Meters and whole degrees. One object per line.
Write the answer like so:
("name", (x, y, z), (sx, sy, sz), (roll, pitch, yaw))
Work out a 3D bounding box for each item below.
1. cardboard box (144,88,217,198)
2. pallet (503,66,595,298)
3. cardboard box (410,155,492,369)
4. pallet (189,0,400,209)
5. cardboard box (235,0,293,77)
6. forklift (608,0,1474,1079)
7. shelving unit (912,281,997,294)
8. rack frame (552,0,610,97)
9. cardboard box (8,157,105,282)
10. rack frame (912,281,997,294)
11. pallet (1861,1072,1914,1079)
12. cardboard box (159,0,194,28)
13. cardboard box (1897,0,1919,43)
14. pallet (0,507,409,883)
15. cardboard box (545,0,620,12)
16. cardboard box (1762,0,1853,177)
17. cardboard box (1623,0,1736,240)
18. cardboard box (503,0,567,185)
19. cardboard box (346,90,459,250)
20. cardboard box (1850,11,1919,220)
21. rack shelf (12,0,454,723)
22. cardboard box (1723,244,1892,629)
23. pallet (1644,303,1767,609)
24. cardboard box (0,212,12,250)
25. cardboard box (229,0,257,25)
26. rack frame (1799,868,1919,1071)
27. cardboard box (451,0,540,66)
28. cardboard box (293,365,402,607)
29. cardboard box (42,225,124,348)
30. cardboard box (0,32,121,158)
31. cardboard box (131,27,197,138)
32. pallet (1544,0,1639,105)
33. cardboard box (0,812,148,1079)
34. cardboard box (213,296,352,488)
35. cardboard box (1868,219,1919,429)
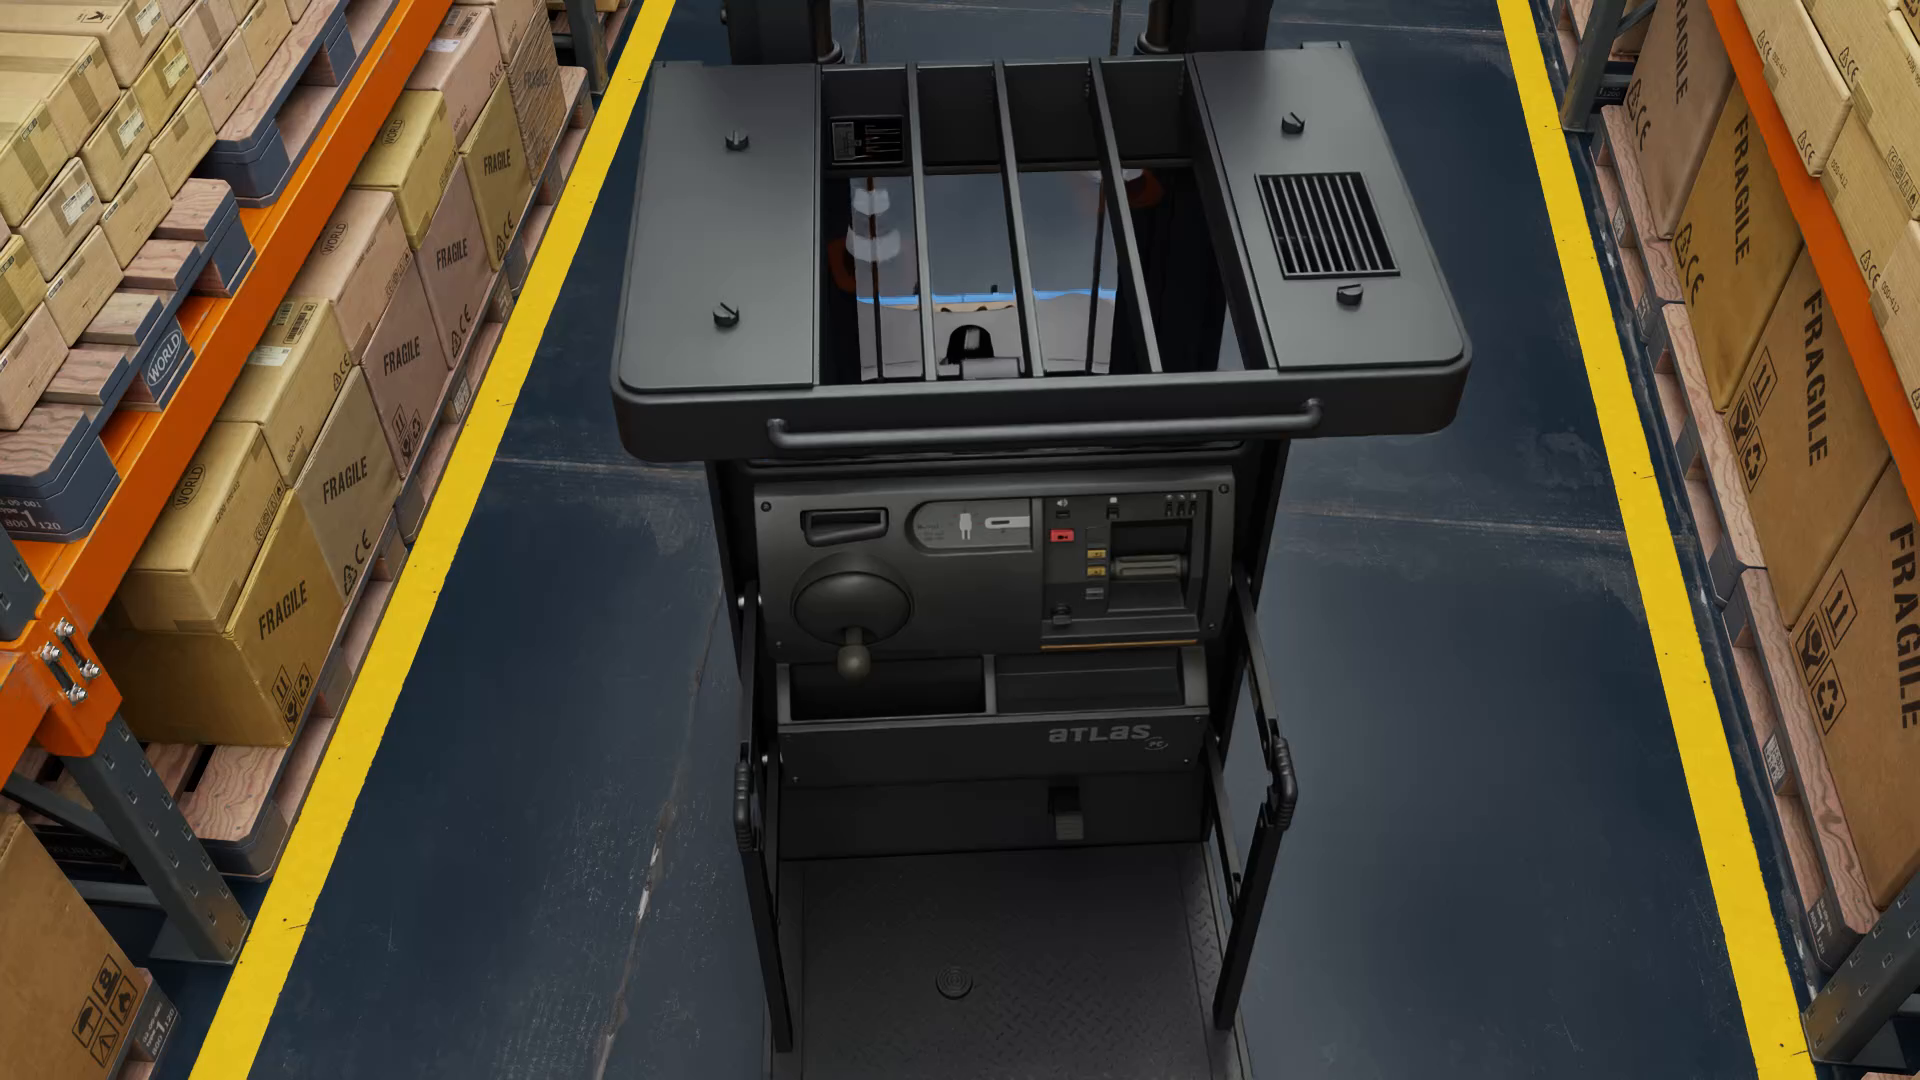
("cardboard box", (-2.034, -0.967, 3.987), (0.380, 0.149, 0.250), (6, 48, 5))
("pallet", (-2.053, -1.427, 6.412), (1.003, 0.211, 1.213), (4, 48, 4))
("cardboard box", (-1.898, -0.924, 5.471), (0.500, 0.500, 0.500), (3, 48, 3))
("pallet", (-2.208, -1.393, 4.621), (1.003, 0.211, 1.213), (4, 48, 4))
("cardboard box", (-1.987, -1.347, 4.335), (0.380, 0.149, 0.250), (4, 48, 4))
("forklift", (0.085, 0.164, 3.114), (1.130, 2.935, 3.031), (-2, 48, -2))
("shelving unit", (-0.009, -0.347, 4.957), (0.258, 0.900, 0.210), (-2, 48, -2))
("rack frame", (-1.983, -2.940, 5.906), (1.000, 3.000, 0.127), (4, 48, 4))
("cardboard box", (-2.081, -0.699, 3.541), (0.380, 0.149, 0.250), (6, 48, 5))
("rack frame", (-0.015, -0.422, 5.026), (0.240, 0.900, 0.006), (-2, 48, -2))
("pallet", (2.518, 1.773, 3.485), (1.003, 0.211, 1.213), (4, 48, 4))
("cardboard box", (-2.017, -1.356, 3.940), (0.380, 0.149, 0.250), (6, 48, 5))
("cardboard box", (2.468, -1.253, 3.618), (0.500, 0.500, 0.500), (4, 48, 4))
("pallet", (-2.275, 0.366, 4.772), (1.003, 0.211, 1.213), (4, 48, 4))
("cardboard box", (-1.630, -2.365, 7.028), (0.380, 0.149, 0.250), (2, 48, 2))
("cardboard box", (2.489, -1.202, 4.419), (0.500, 0.250, 0.500), (3, 48, 3))
("cardboard box", (2.978, -1.645, 5.877), (0.875, 0.875, 0.875), (5, 48, 5))
("cardboard box", (-1.800, -1.677, 6.161), (0.500, 0.500, 0.500), (3, 48, 3))
("cardboard box", (-1.894, -1.161, 5.180), (0.500, 0.250, 0.500), (2, 48, 2))
("cardboard box", (2.451, -0.988, 3.883), (0.500, 0.250, 0.500), (3, 48, 3))
("rack shelf", (-2.166, -1.227, 4.827), (1.077, 0.370, 4.000), (4, 48, 4))
("cardboard box", (2.822, -0.324, 4.669), (0.875, 0.875, 0.875), (4, 48, 4))
("pallet", (2.851, -0.269, 5.353), (1.003, 0.211, 1.213), (4, 48, 4))
("cardboard box", (-2.113, -0.588, 3.238), (0.380, 0.149, 0.250), (4, 48, 4))
("cardboard box", (-1.988, -1.446, 4.224), (0.380, 0.149, 0.250), (3, 48, 3))
("rack frame", (2.591, 0.258, 2.981), (1.000, 3.000, 0.127), (4, 48, 4))
("cardboard box", (-1.800, -1.927, 5.881), (0.500, 0.250, 0.500), (3, 48, 2))
("cardboard box", (-1.987, -0.171, 4.783), (0.500, 0.500, 0.500), (4, 48, 4))
("cardboard box", (-2.082, -0.570, 3.624), (0.380, 0.149, 0.250), (6, 48, 5))
("cardboard box", (-2.064, -0.962, 3.580), (0.380, 0.149, 0.250), (4, 48, 3))
("cardboard box", (-2.038, -1.081, 3.890), (0.380, 0.149, 0.250), (4, 48, 4))
("pallet", (3.102, -2.294, 7.205), (1.003, 0.211, 1.213), (4, 48, 4))
("cardboard box", (-2.493, 1.058, 3.489), (1.050, 0.750, 0.750), (3, 48, 3))
("cardboard box", (-1.998, -0.415, 4.498), (0.500, 0.250, 0.500), (3, 48, 3))
("cardboard box", (2.409, -0.457, 3.737), (0.500, 0.250, 0.500), (5, 48, 4))
